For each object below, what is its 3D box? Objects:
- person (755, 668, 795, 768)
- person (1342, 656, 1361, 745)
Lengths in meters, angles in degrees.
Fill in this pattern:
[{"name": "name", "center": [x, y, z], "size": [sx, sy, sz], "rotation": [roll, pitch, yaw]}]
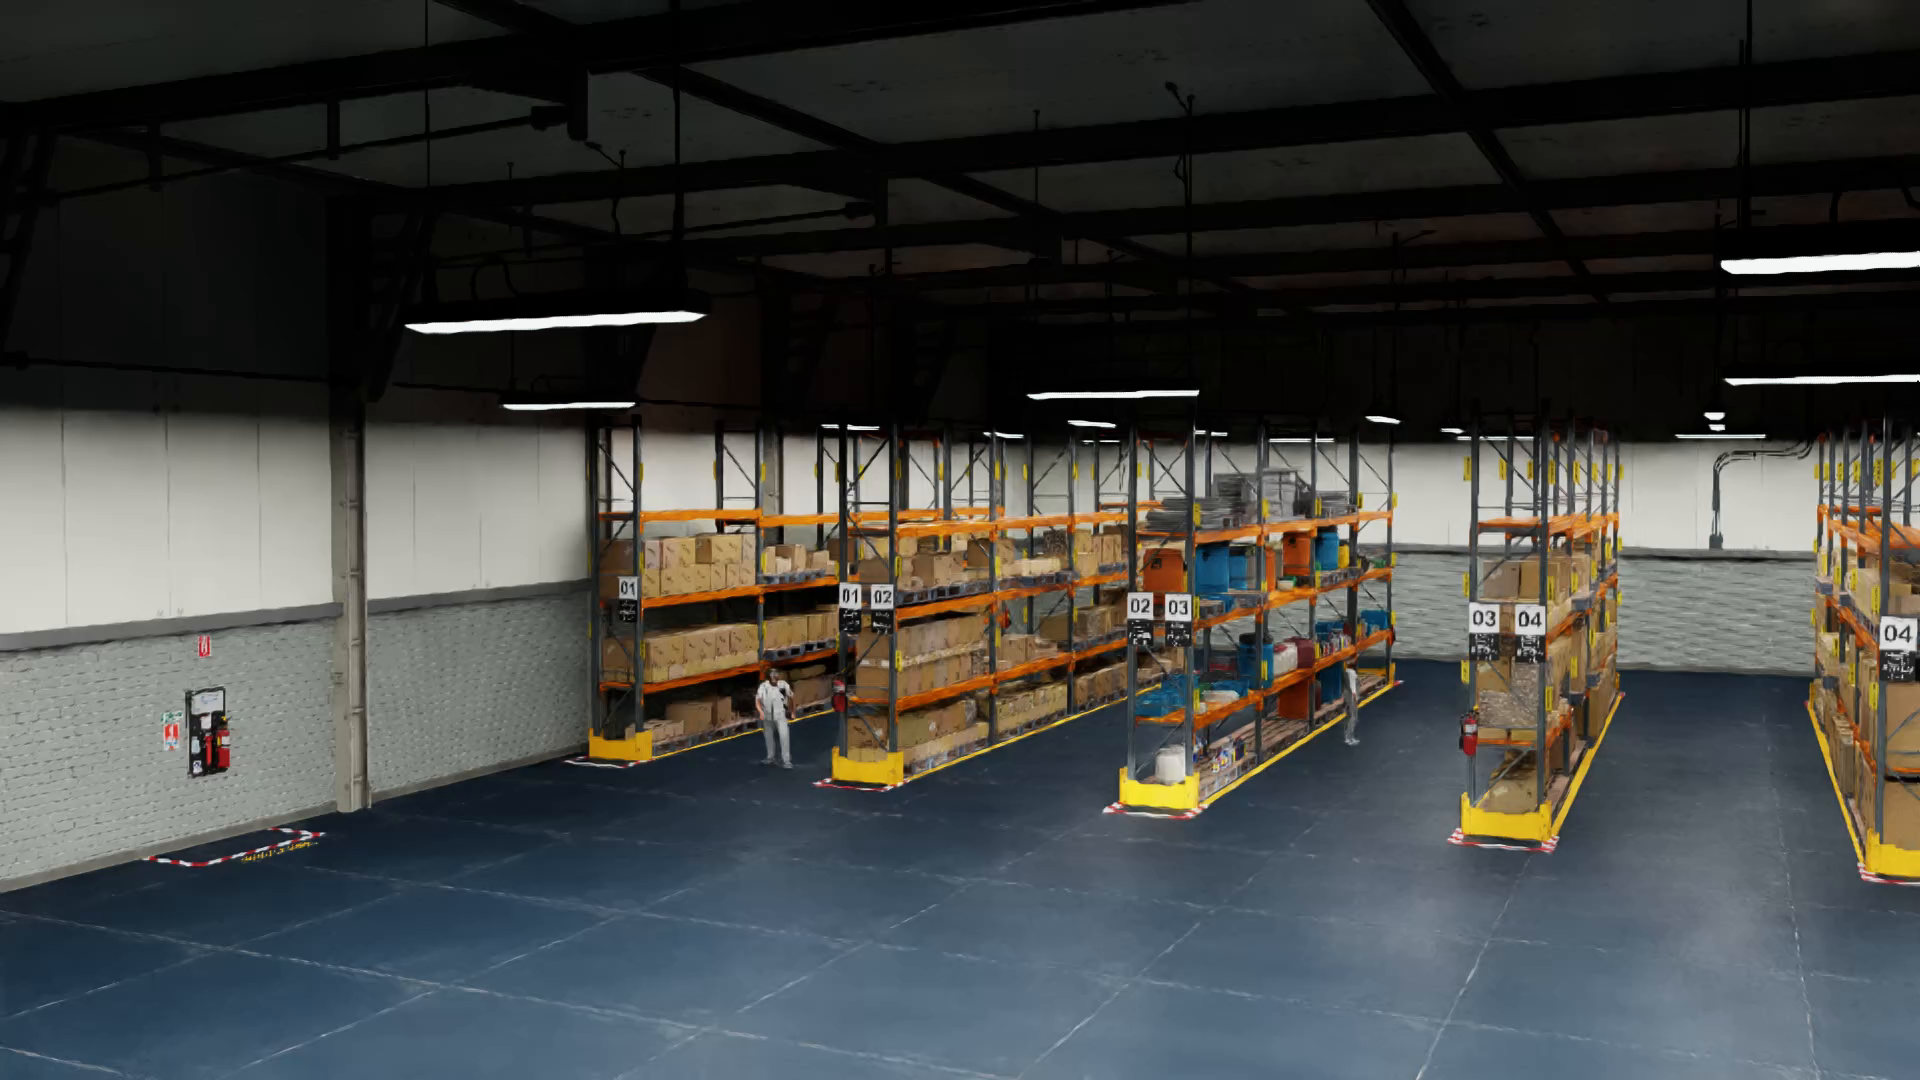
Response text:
[{"name": "person", "center": [-3.119, 2.986, 28.206], "size": [0.693, 1.693, 0.812], "rotation": [0, 2, 4]}, {"name": "person", "center": [7.225, 2.956, 30.664], "size": [0.349, 1.641, 0.477], "rotation": [0, 2, -4]}]
